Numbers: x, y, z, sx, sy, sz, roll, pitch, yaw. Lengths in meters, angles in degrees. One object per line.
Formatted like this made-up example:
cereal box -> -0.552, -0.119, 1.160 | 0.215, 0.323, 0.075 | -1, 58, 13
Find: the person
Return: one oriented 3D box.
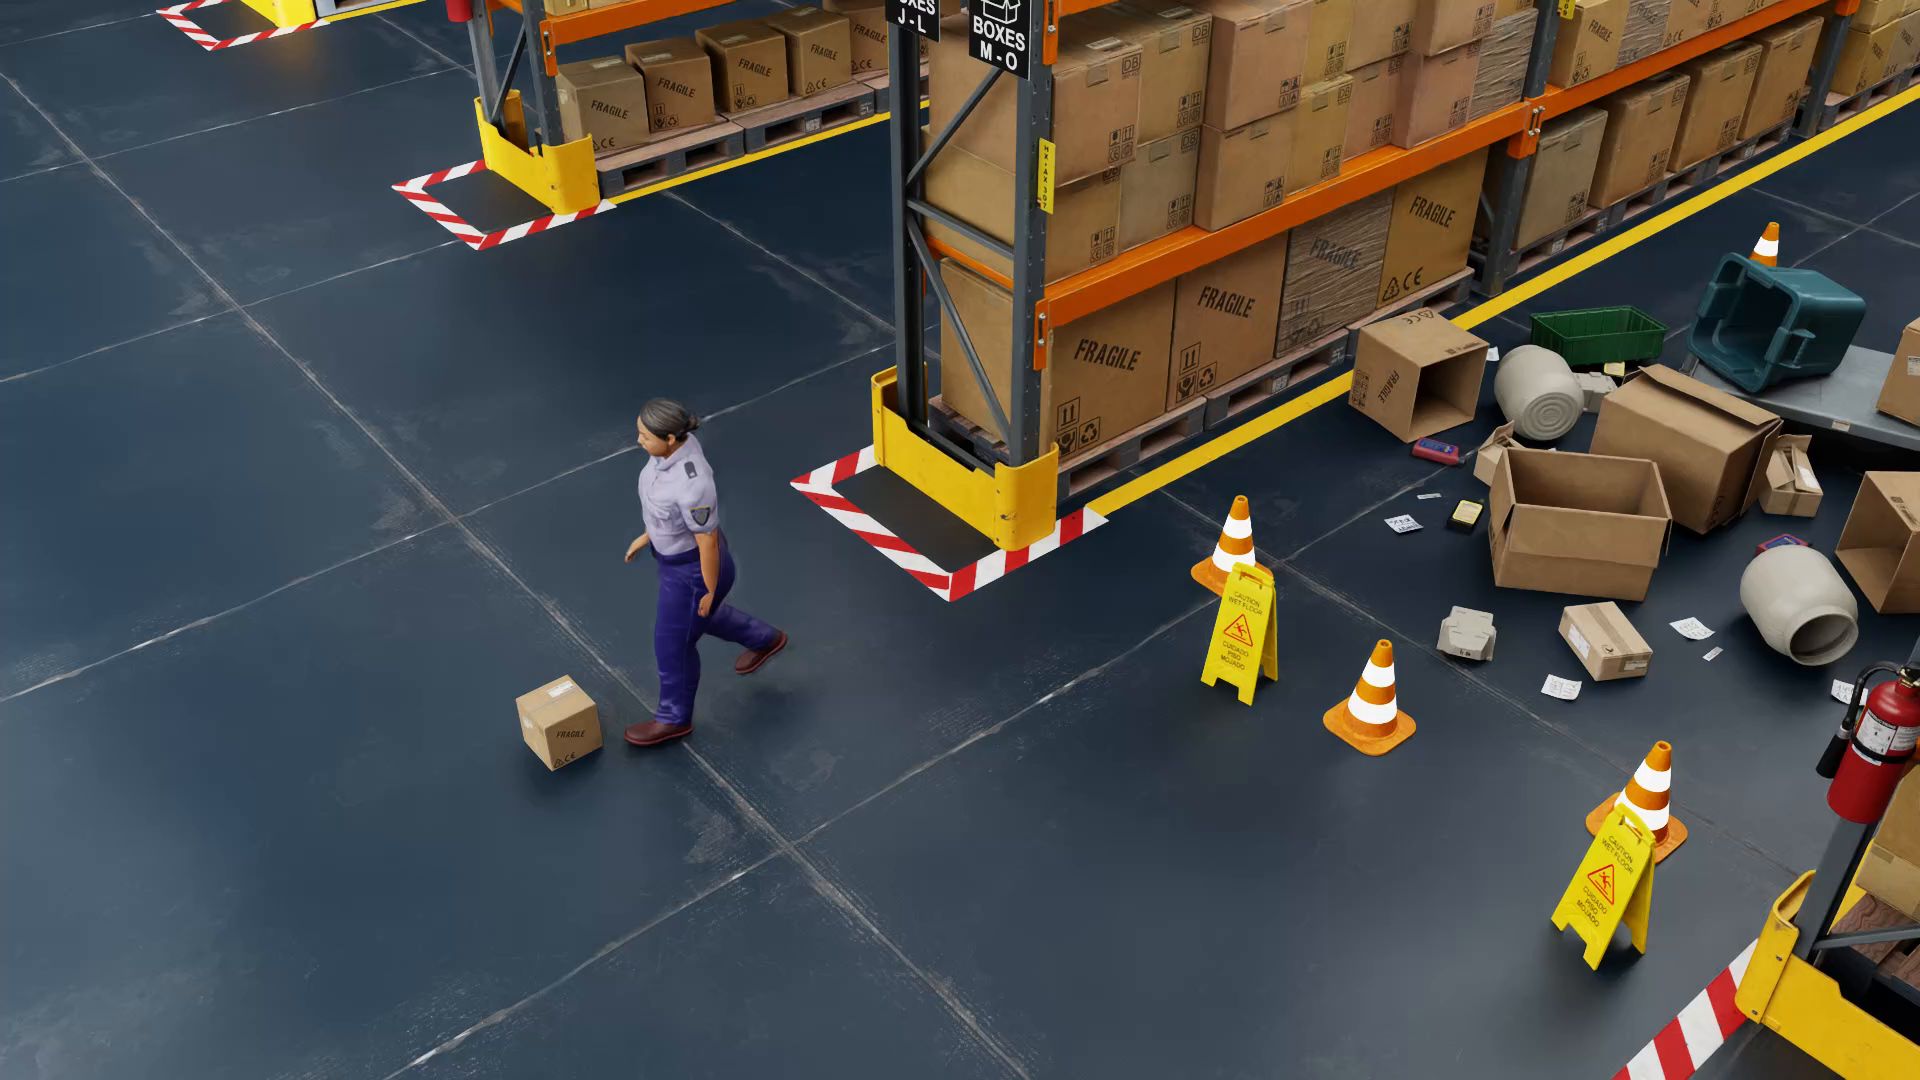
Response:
person -> -1.119, 0.086, 6.950 | 0.787, 1.628, 0.479 | -10, 37, -13
